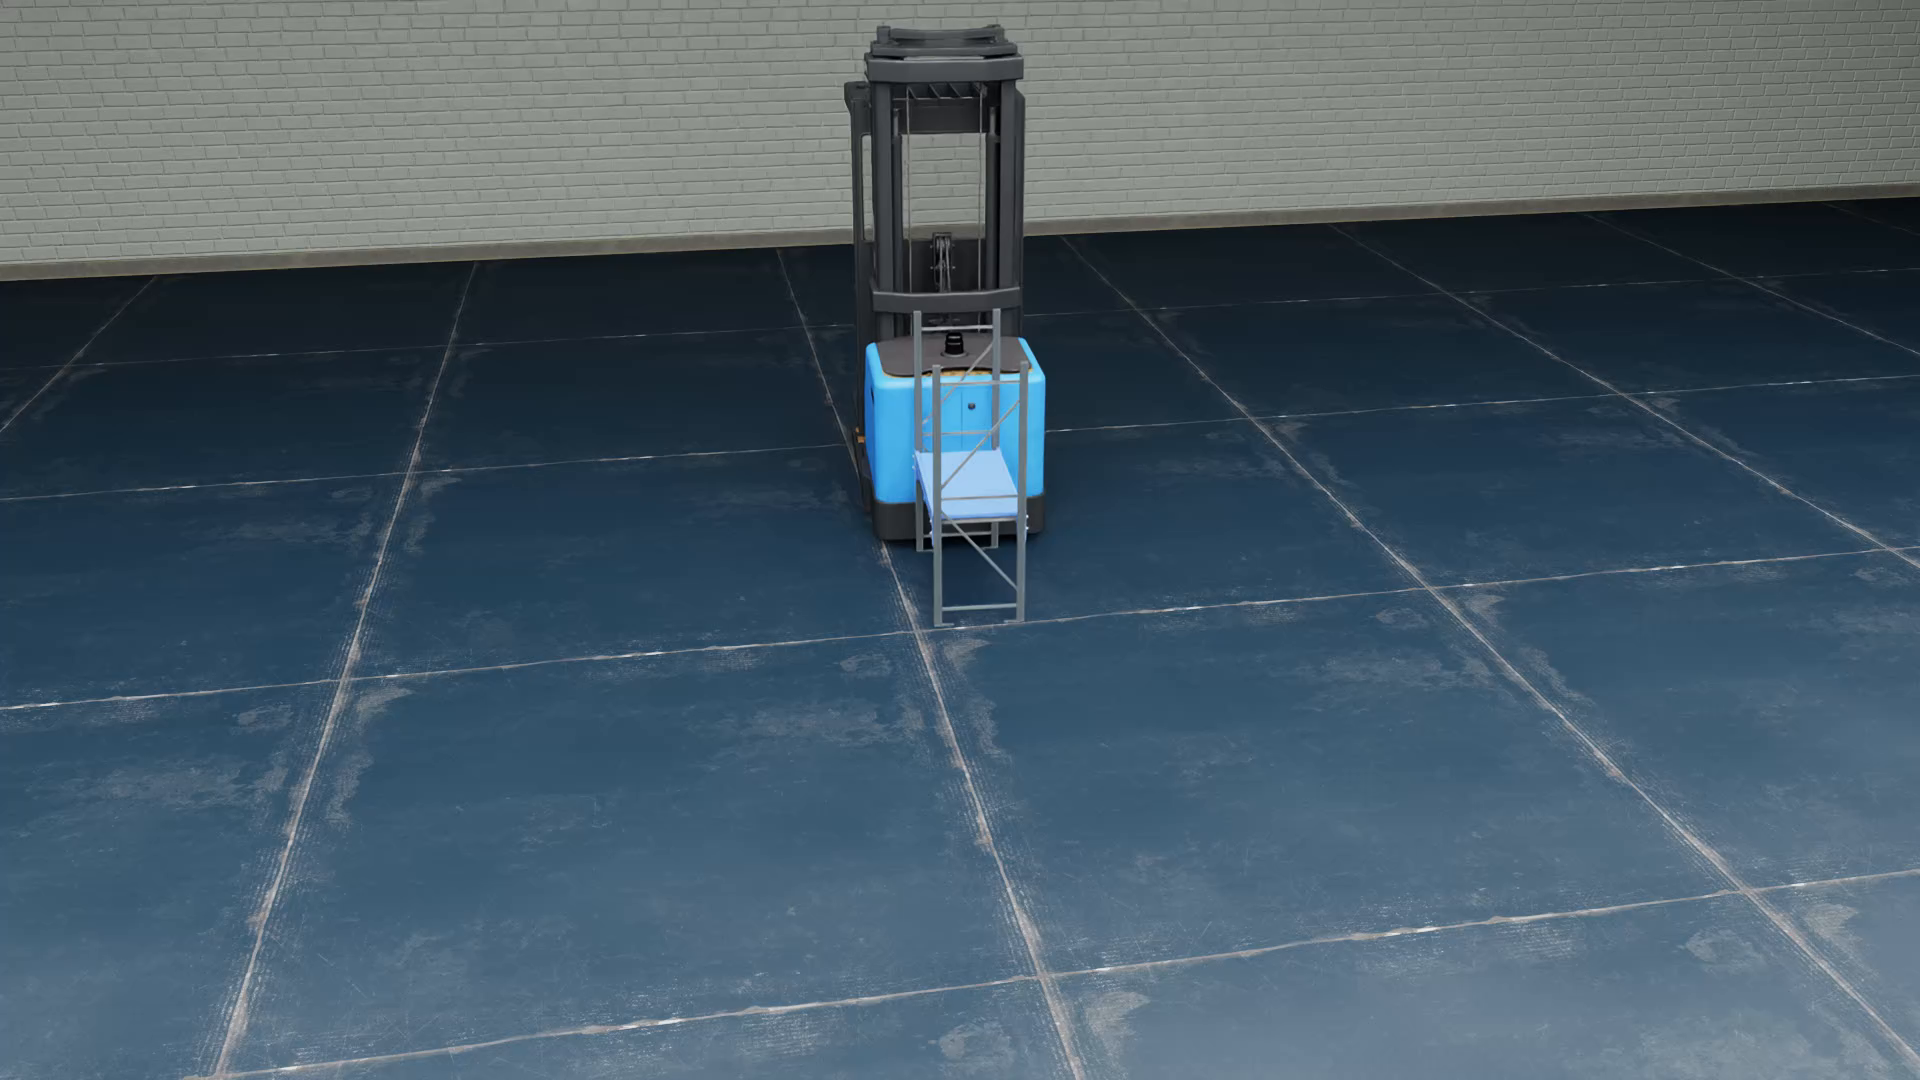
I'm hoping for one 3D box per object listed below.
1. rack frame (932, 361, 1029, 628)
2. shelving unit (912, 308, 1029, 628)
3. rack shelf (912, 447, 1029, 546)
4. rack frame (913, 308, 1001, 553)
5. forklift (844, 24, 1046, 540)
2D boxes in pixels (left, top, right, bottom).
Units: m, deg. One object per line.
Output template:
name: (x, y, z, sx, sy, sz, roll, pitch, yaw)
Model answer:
rack frame: (0.106, -0.223, 8.886, 0.500, 1.500, 0.032, -3, 24, -6)
shelving unit: (0.045, -0.425, 9.349, 0.538, 1.500, 1.048, -3, 24, -6)
rack shelf: (0.045, -0.260, 9.421, 0.538, 0.185, 1.000, -3, 24, -6)
rack frame: (-0.016, -0.627, 9.811, 0.500, 1.500, 0.032, -3, 24, -6)
forklift: (-0.167, -1.898, 10.935, 1.130, 2.935, 3.031, -3, 24, -6)
